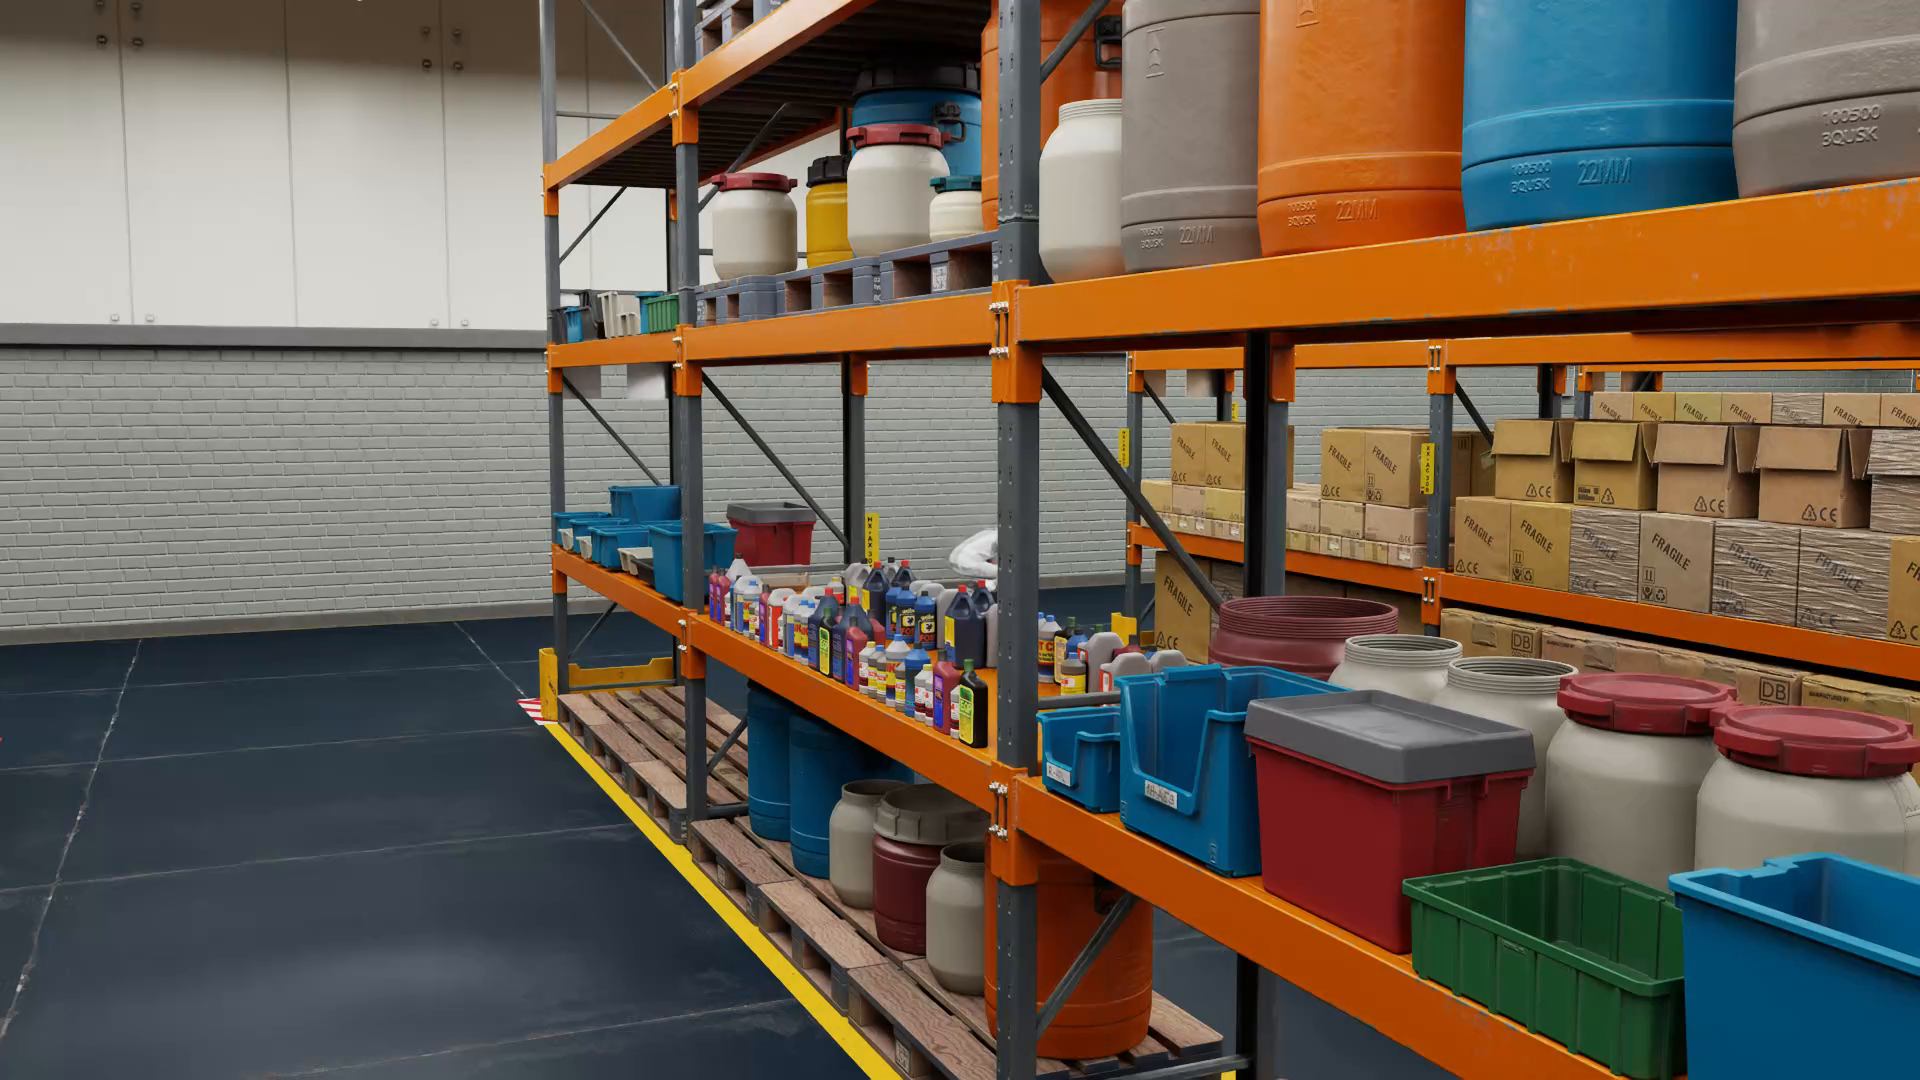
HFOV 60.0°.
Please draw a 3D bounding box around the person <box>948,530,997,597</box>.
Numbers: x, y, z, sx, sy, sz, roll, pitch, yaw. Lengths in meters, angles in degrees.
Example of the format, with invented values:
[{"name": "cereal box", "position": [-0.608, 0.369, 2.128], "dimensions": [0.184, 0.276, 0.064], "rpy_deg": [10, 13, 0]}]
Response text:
[{"name": "person", "position": [0.296, 0.279, 19.197], "dimensions": [0.886, 0.920, 0.571], "rpy_deg": [-2, 6, -24]}]
